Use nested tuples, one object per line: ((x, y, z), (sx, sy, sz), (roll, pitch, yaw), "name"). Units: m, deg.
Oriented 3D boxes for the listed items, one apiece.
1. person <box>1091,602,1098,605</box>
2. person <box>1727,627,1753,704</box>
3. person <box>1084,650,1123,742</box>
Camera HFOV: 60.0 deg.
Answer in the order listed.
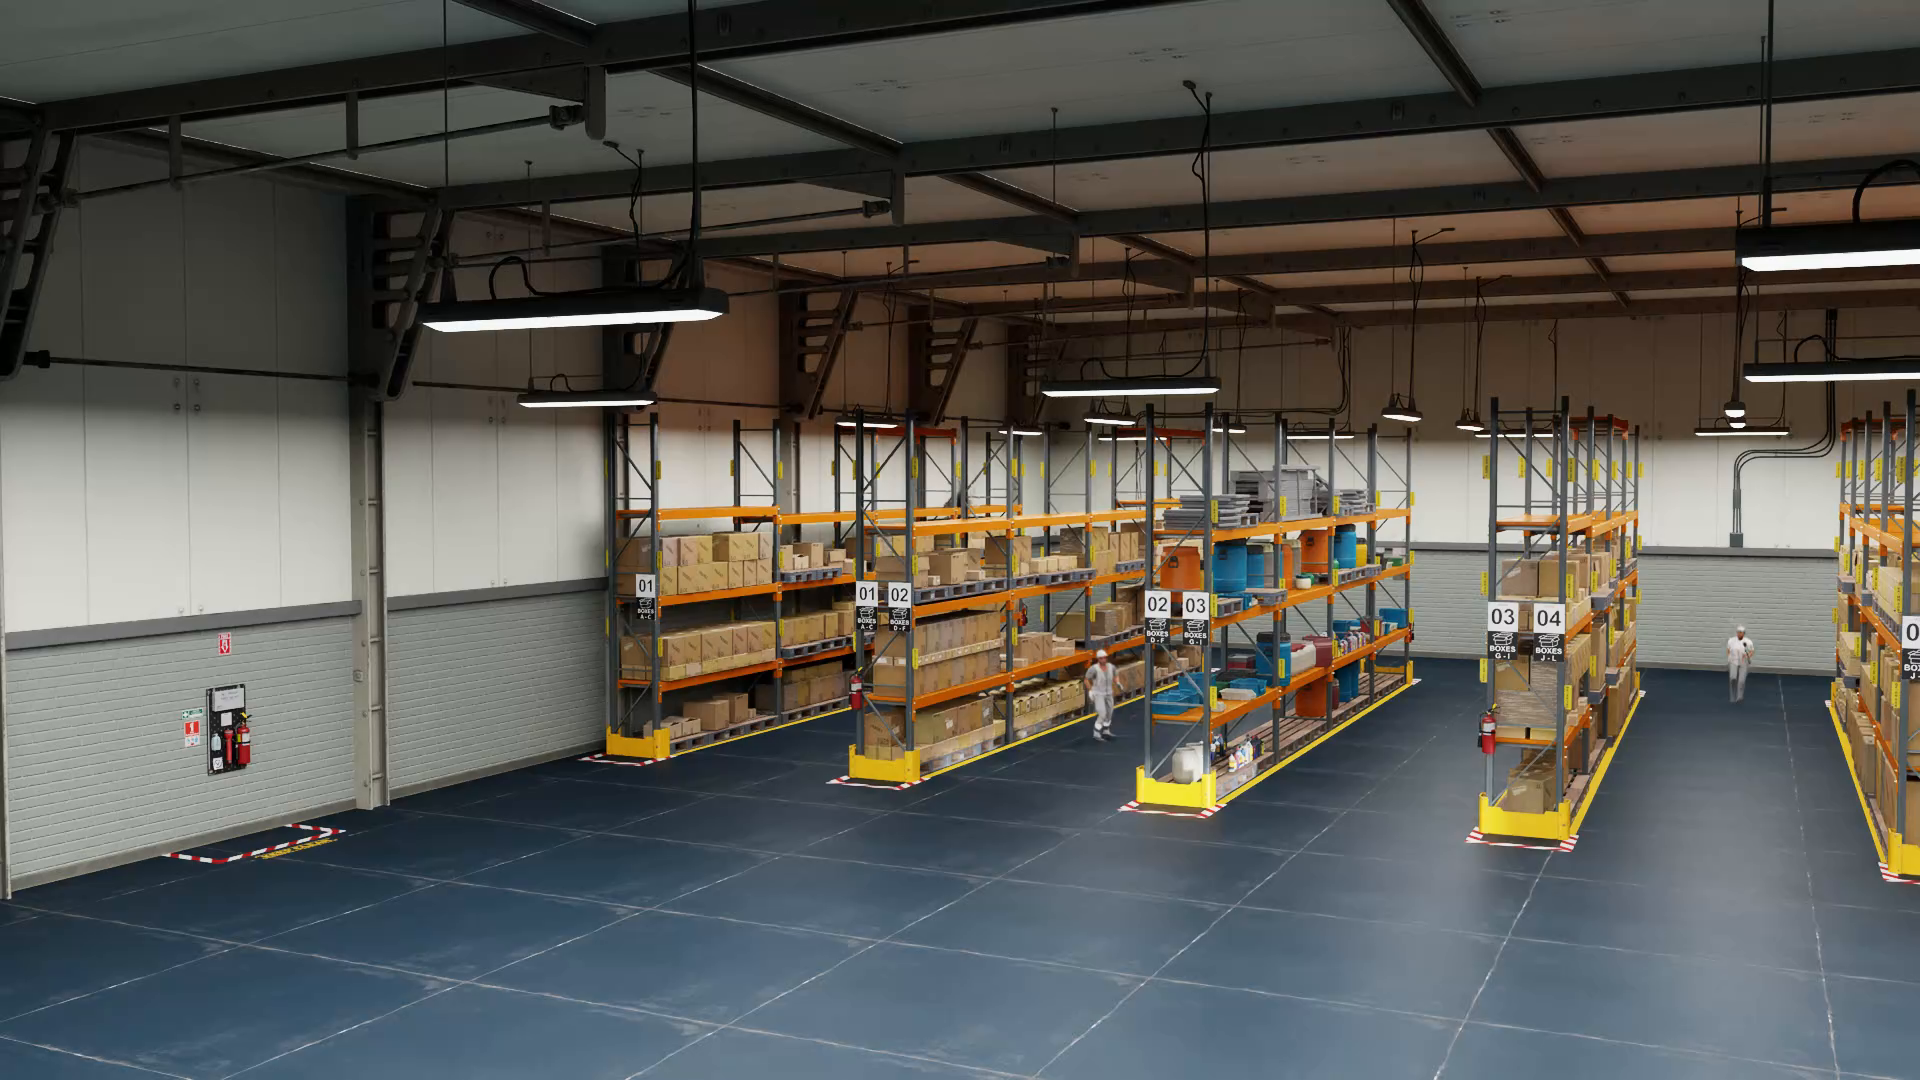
((3.311, 2.409, 40.767), (0.664, 1.783, 0.712), (2, 3, 34), "person")
((16.763, 2.692, 35.743), (0.493, 1.683, 0.801), (1, 3, 20), "person")
((2.675, 2.869, 30.731), (0.700, 1.718, 0.779), (-1, 3, -28), "person")
